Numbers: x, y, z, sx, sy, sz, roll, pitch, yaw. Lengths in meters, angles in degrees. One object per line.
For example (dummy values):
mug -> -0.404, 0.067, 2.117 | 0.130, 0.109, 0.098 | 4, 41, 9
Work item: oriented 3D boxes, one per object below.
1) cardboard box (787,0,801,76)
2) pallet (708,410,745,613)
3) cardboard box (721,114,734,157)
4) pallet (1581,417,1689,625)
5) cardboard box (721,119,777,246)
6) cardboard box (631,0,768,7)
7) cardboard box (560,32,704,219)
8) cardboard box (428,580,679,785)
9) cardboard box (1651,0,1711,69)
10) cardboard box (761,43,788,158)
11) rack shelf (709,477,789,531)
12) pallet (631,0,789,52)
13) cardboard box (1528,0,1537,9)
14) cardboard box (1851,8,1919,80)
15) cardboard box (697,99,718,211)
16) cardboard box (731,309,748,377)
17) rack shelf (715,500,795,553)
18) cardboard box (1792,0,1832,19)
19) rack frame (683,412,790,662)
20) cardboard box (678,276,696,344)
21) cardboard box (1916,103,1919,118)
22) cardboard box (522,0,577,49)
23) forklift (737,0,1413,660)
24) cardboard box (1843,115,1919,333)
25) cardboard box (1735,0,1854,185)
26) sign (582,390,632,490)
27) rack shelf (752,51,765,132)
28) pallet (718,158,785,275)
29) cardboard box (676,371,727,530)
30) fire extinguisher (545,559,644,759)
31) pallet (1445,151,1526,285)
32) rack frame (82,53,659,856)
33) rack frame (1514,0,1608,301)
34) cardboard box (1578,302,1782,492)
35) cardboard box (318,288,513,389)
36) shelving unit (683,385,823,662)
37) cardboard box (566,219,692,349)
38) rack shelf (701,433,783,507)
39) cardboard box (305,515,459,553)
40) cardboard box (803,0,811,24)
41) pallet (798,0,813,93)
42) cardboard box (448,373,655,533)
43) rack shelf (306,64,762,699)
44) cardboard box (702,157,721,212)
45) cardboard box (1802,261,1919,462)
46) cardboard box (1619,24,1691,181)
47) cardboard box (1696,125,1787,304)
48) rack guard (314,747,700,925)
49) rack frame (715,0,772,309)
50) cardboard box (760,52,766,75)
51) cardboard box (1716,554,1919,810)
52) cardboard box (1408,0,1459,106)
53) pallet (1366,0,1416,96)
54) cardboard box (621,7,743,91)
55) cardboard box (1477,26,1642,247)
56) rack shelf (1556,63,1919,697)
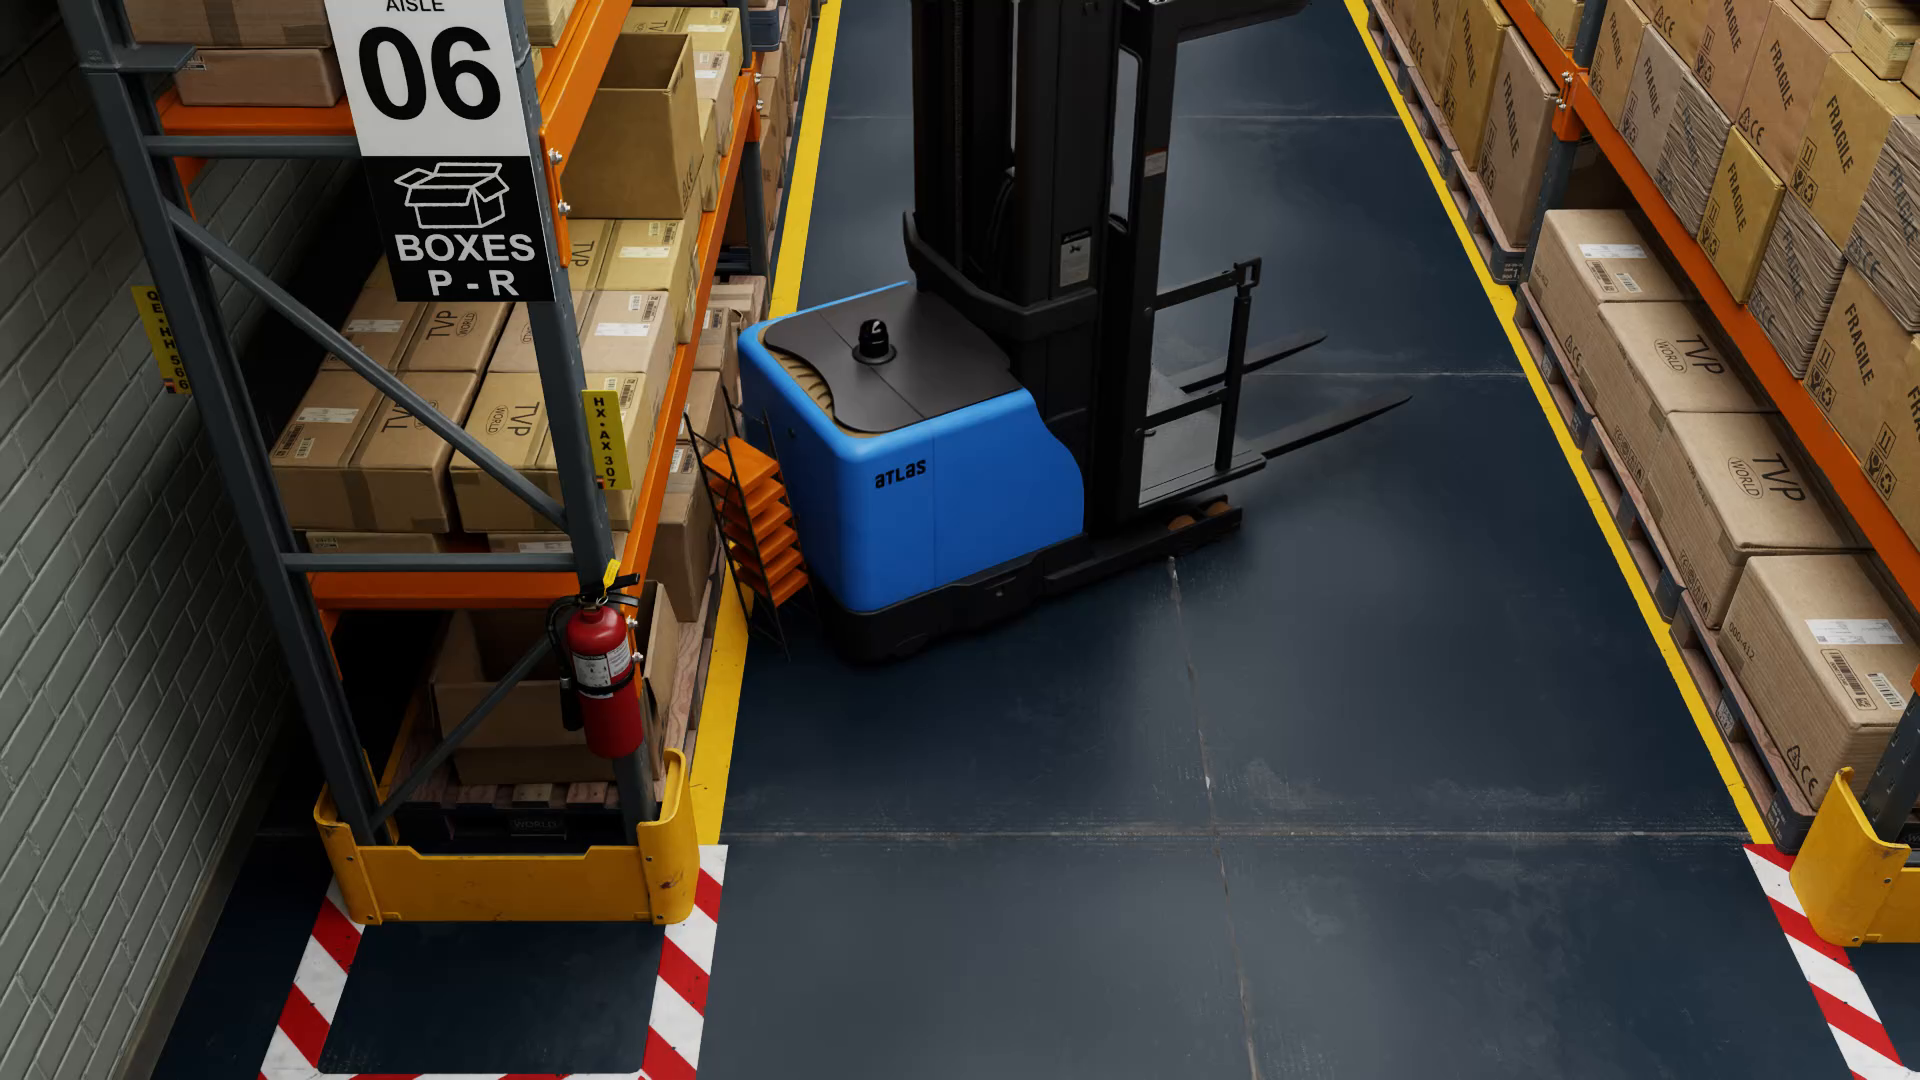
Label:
cardboard box -> -1.299, -3.216, 10.528 | 0.500, 0.500, 0.500 | 2, 39, 2
pallet -> -1.499, -0.148, 7.266 | 1.003, 0.211, 1.213 | 0, 39, 0
cardboard box -> -1.203, -1.808, 7.309 | 0.380, 0.149, 0.250 | 1, 39, 1
pallet -> 3.388, -0.108, 7.216 | 1.003, 0.211, 1.213 | 0, 39, 0
cardboard box -> -1.278, -1.922, 8.913 | 0.500, 0.500, 0.500 | 2, 39, 2
cardboard box -> -1.280, -2.936, 8.100 | 0.700, 0.500, 0.500 | 1, 39, 1
cardboard box -> -1.231, -1.501, 6.007 | 0.500, 0.500, 0.500 | 1, 39, 1
cardboard box -> -1.404, 0.498, 5.890 | 0.797, 0.503, 0.637 | -1, 39, -2
cardboard box -> 3.214, -2.252, 6.782 | 0.500, 0.500, 0.500 | -1, 39, -1
cardboard box -> -1.285, -2.567, 9.718 | 0.500, 0.500, 0.500 | -1, 39, -1
rack shelf -> -0.792, -0.173, 6.185 | 0.258, 0.103, 0.180 | 31, 57, 33
pallet -> -1.395, -2.856, 8.568 | 1.003, 0.211, 1.213 | 0, 39, 0
cardboard box -> 3.209, -2.977, 8.686 | 0.500, 0.250, 0.500 | -1, 39, -1
cardboard box -> 3.208, -1.640, 5.499 | 0.380, 0.149, 0.250 | 1, 39, 1
cardboard box -> -1.256, -1.545, 6.661 | 0.500, 0.250, 0.500 | 0, 39, 0
cardboard box -> -1.208, -0.956, 7.895 | 0.396, 0.266, 0.258 | 1, 39, 2
rack shelf -> -0.778, -0.090, 6.270 | 0.258, 0.103, 0.180 | 31, 57, 33
cardboard box -> 3.185, -1.969, 5.910 | 0.380, 0.149, 0.250 | 0, 39, 0
rack frame -> -0.833, 0.015, 6.282 | 0.240, 1.200, 0.006 | 31, 57, 33
cardboard box -> -1.176, -0.843, 6.104 | 0.380, 0.149, 0.250 | -1, 39, -1
cardboard box -> 3.197, -1.320, 5.100 | 0.380, 0.149, 0.250 | 1, 39, 1
cardboard box -> -1.225, -1.435, 4.126 | 0.500, 0.250, 0.500 | 0, 39, -1
forklift -> 0.635, -1.349, 6.589 | 3.031, 2.935, 1.130 | -20, 43, -23
cardboard box -> 3.197, -0.993, 5.210 | 0.500, 0.500, 0.500 | 0, 39, 0
cardboard box -> 3.201, -1.616, 5.989 | 0.500, 0.500, 0.500 | 0, 39, 0
sign -> -0.956, -0.268, 4.493 | 0.100, 0.325, 0.005 | 0, 39, 0
rack shelf -> -1.505, -3.401, 9.670 | 1.077, 0.370, 4.000 | 0, 39, 0
pallet -> -1.542, -1.851, 9.391 | 1.003, 0.211, 1.213 | 0, 39, 0
cardboard box -> -1.267, -0.366, 6.971 | 0.500, 0.500, 0.500 | 1, 39, 1
fire extinguisher -> -1.036, 0.338, 4.790 | 0.296, 0.674, 0.183 | 0, 39, 0
pallet -> 3.385, -1.831, 9.366 | 1.003, 0.211, 1.213 | 0, 39, 0
rack frame -> -1.498, 0.071, 4.763 | 1.000, 3.000, 0.127 | 0, 39, 0
rack frame -> 3.461, -2.437, 7.892 | 1.000, 3.000, 0.127 | 0, 39, 0
cardboard box -> 3.356, -0.648, 7.373 | 0.875, 0.438, 0.875 | -1, 39, -1
cardboard box -> -1.763, -0.597, 5.478 | 0.500, 0.250, 0.500 | 0, 39, 0
shelving unit -> -0.770, -0.037, 6.323 | 0.258, 1.200, 0.189 | 31, 57, 33
cardboard box -> -1.234, -0.903, 5.860 | 0.500, 0.250, 0.500 | -1, 39, -1
rack shelf -> -0.805, -0.257, 6.100 | 0.258, 0.103, 0.180 | 31, 57, 33
cardboard box -> -1.767, -0.038, 5.100 | 0.380, 0.149, 0.250 | 0, 39, -1
cardboard box -> -1.292, -3.856, 11.327 | 0.500, 0.500, 0.500 | 1, 39, 1
pallet -> -1.544, -3.377, 11.295 | 1.003, 0.211, 1.213 | 0, 39, 0
cardboard box -> -1.229, -0.271, 5.071 | 0.500, 0.250, 0.500 | 0, 39, 0
rack shelf -> -1.500, -0.899, 6.549 | 1.077, 0.370, 4.000 | 0, 39, 0
cardboard box -> -1.202, -1.484, 6.905 | 0.380, 0.149, 0.250 | -1, 39, -1
cardboard box -> 3.215, -0.590, 5.507 | 0.500, 0.500, 0.500 | -1, 39, -1
cardboard box -> 3.196, -1.867, 7.102 | 0.500, 0.500, 0.500 | 0, 39, 0
cardboard box -> 3.191, -1.234, 6.311 | 0.500, 0.500, 0.500 | 1, 39, 1
rack guard -> -1.498, 0.999, 5.604 | 1.175, 0.500, 0.348 | 0, 39, 0
rack frame -> -1.503, -2.431, 7.885 | 1.000, 3.000, 0.127 | 0, 39, 0
cardboard box -> -1.303, -2.758, 9.437 | 0.380, 0.149, 0.250 | 0, 39, 0
cardboard box -> 3.365, 0.488, 5.955 | 0.875, 0.438, 0.875 | -1, 39, -2
cardboard box -> 3.371, -3.283, 10.311 | 0.875, 0.875, 0.875 | 0, 39, 1
pallet -> 3.382, -3.357, 11.270 | 1.003, 0.211, 1.213 | 0, 39, 0
cardboard box -> -1.258, -2.170, 7.441 | 0.500, 0.250, 0.500 | 1, 39, 1
cardboard box -> 3.380, -2.159, 8.909 | 0.875, 0.875, 0.875 | 1, 39, 1
rack shelf -> 3.463, -0.905, 6.556 | 1.077, 0.370, 4.000 | 0, 39, 0
